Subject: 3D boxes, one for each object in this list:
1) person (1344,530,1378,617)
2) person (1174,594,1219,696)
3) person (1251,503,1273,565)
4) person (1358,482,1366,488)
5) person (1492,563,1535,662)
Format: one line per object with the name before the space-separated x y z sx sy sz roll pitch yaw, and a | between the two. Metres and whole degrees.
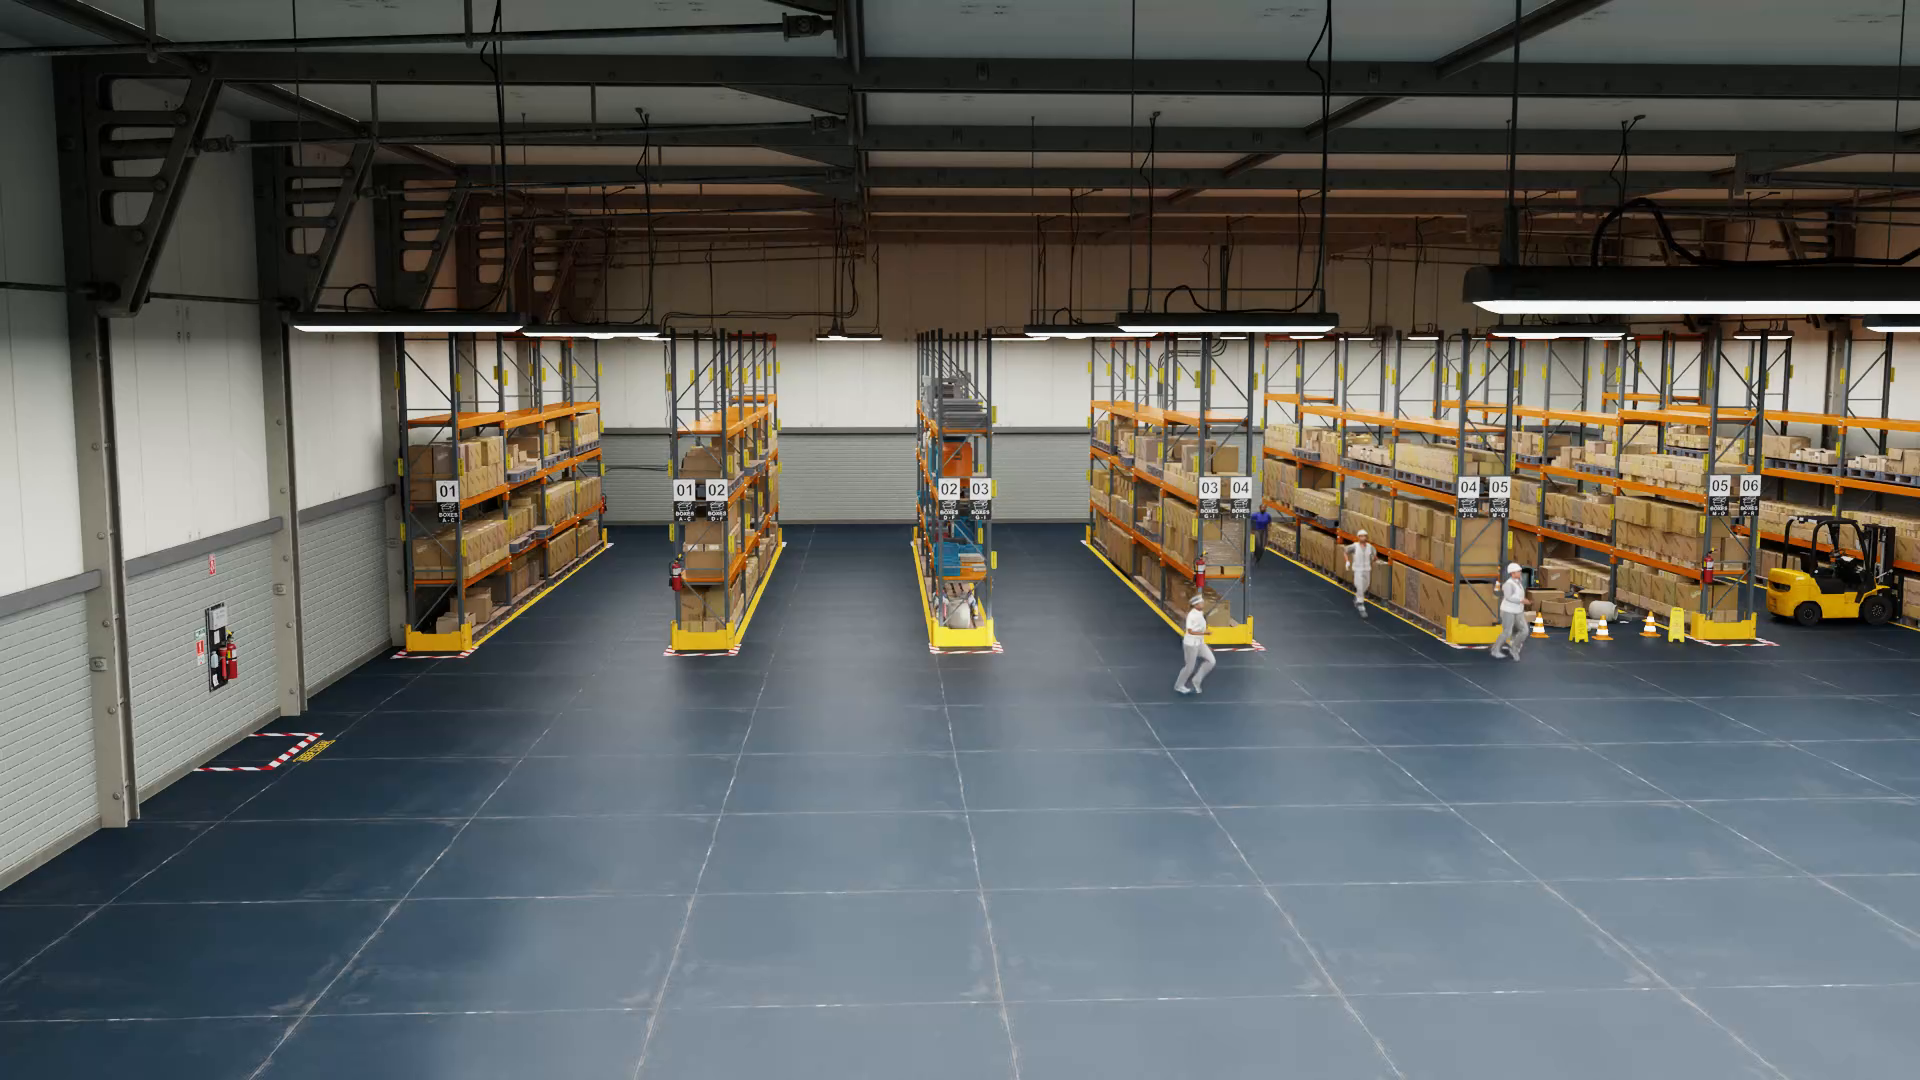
person | 8.475 0.680 35.032 0.659 1.770 1.003 -1 7 -9
person | 3.843 1.710 27.097 0.750 1.712 0.560 4 8 31
person | 7.793 -0.137 42.959 0.570 1.581 0.661 -1 7 -7
person | 11.848 -0.907 49.280 0.598 1.626 0.539 0 7 -2
person | 10.037 1.331 30.052 0.754 1.857 0.672 6 9 43
